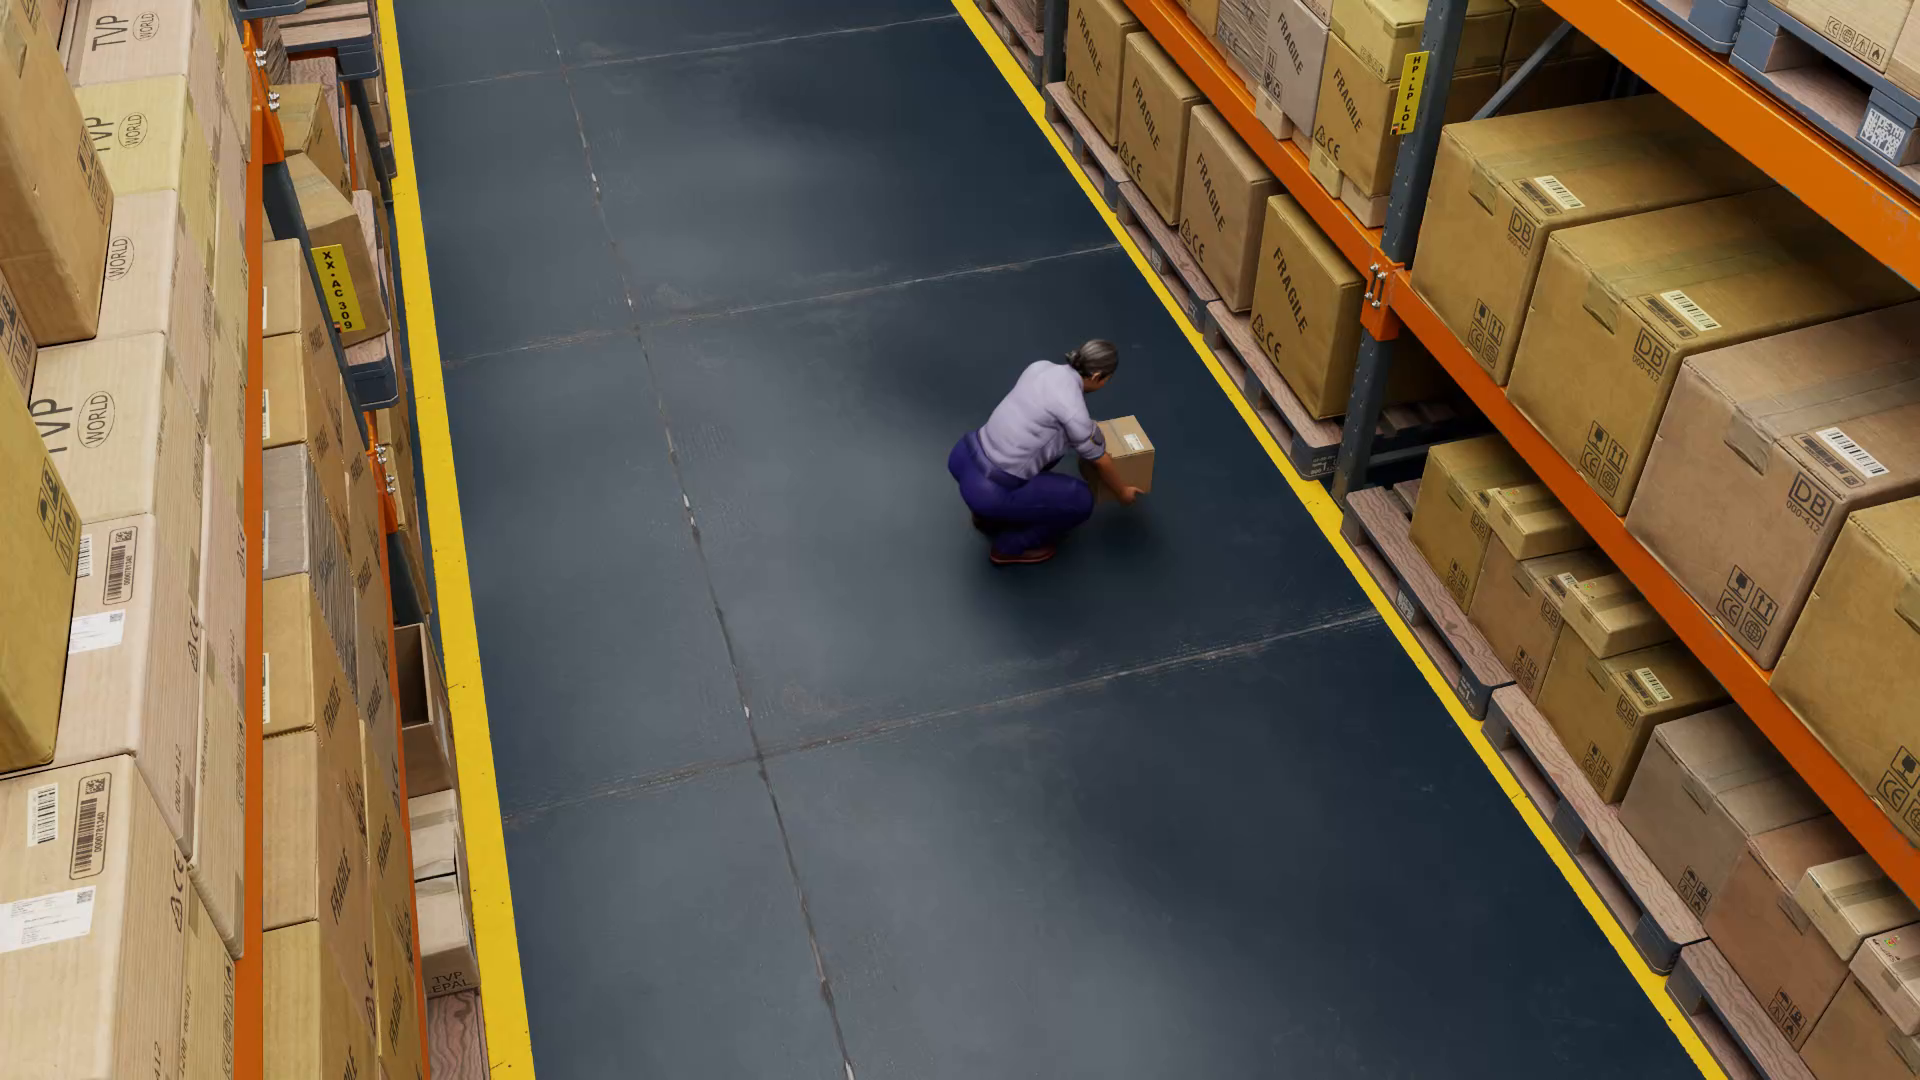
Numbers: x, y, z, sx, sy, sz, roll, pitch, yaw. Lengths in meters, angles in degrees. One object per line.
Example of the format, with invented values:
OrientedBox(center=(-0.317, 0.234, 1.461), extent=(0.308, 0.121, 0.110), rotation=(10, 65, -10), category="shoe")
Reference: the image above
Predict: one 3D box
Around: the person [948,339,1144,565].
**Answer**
OrientedBox(center=(0.367, -0.393, 7.135), extent=(0.836, 0.944, 0.516), rotation=(-13, 44, -14), category="person")
